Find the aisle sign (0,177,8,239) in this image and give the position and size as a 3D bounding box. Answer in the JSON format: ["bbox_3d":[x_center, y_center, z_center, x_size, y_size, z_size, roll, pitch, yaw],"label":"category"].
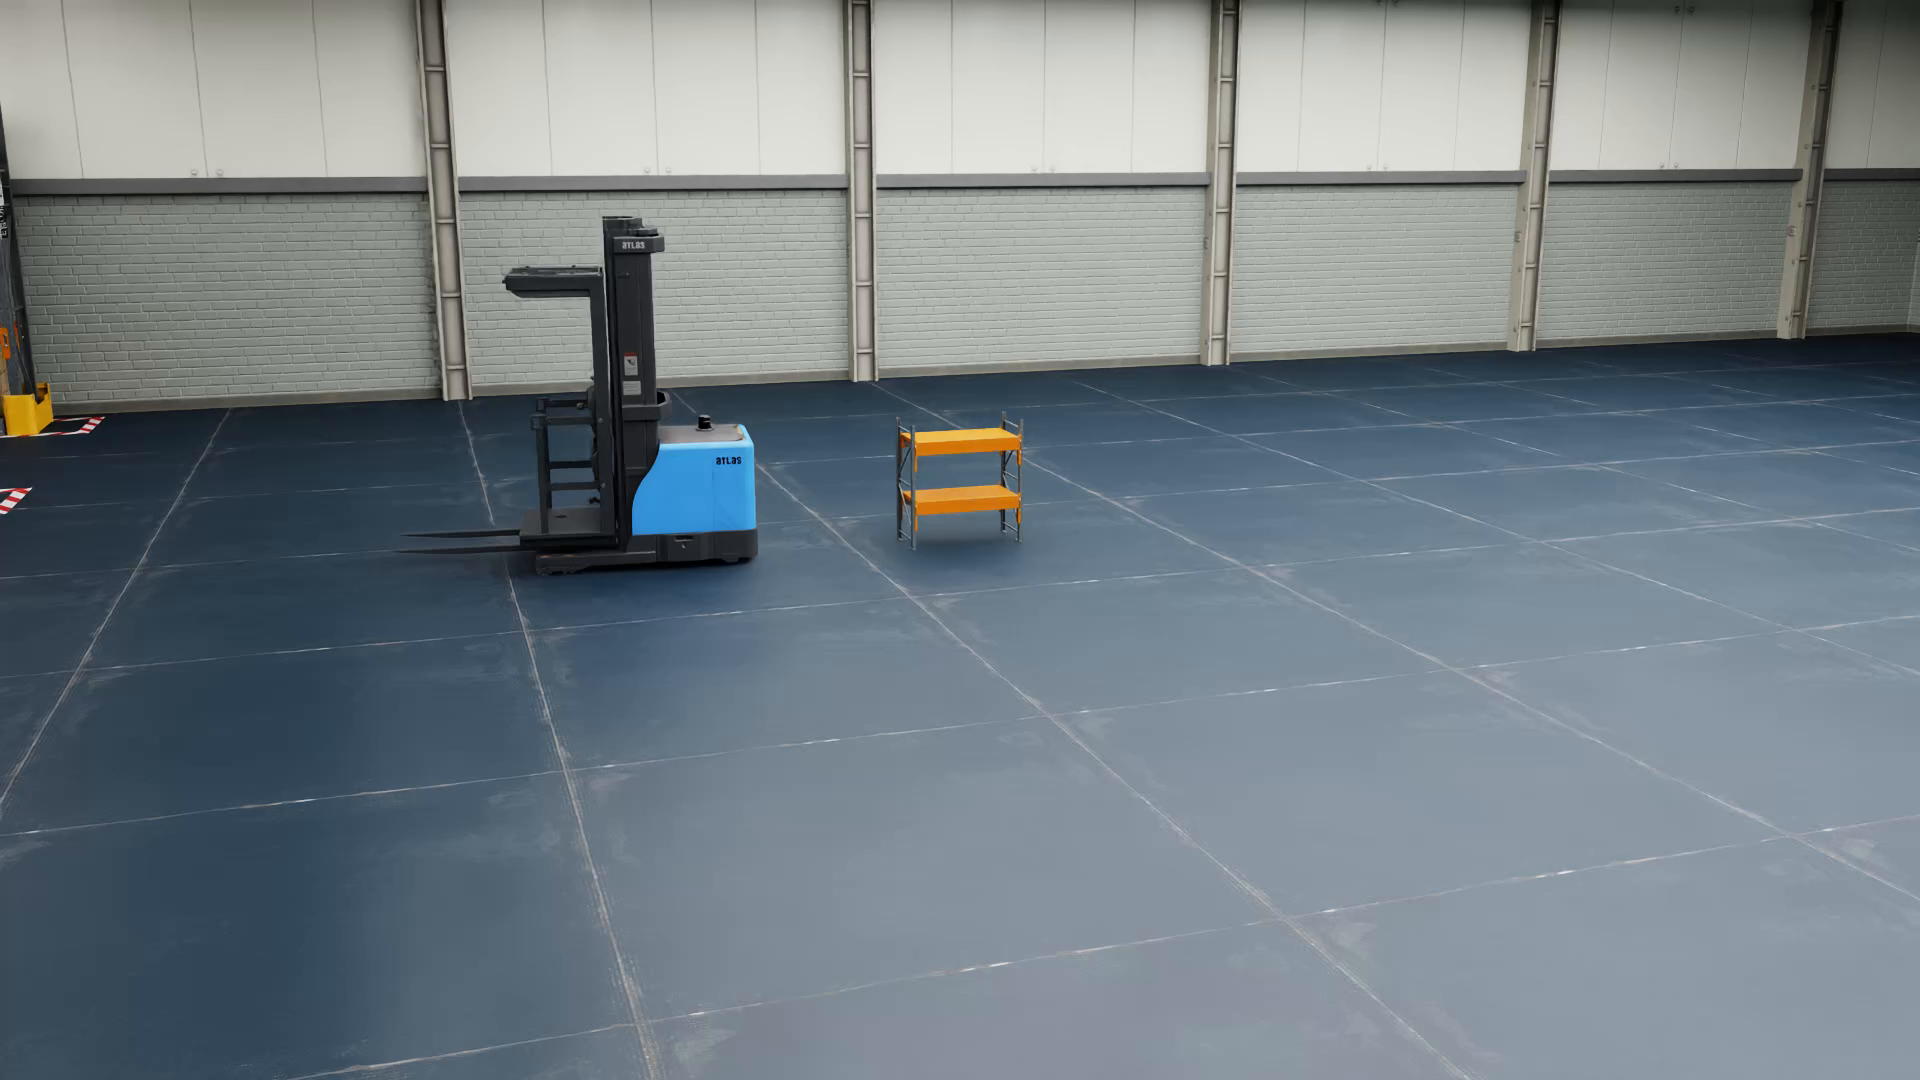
[{"bbox_3d":[-11.756,-4.097,20.374,0.004,0.787,0.394,-4,14,-18],"label":"aisle sign"}]

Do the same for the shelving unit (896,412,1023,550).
[{"bbox_3d":[-0.006,-0.547,15.118,1.048,1.125,0.538,-4,14,-18],"label":"shelving unit"}]

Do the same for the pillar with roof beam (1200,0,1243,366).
[{"bbox_3d":[5.574,-6.341,22.462,0.400,9.000,9.100,-4,14,-18],"label":"pillar with roof beam"}]

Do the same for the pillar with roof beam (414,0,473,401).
[{"bbox_3d":[-5.799,-5.455,18.738,0.400,9.000,9.100,-4,14,-18],"label":"pillar with roof beam"}]

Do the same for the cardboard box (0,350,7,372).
[{"bbox_3d":[-12.428,-2.251,21.105,0.500,0.250,0.500,-5,14,-19],"label":"cardboard box"}]

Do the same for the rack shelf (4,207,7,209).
[{"bbox_3d":[-13.807,-3.854,20.041,4.000,0.370,1.077,-4,14,-18],"label":"rack shelf"}]

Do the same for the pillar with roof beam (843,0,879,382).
[{"bbox_3d":[-0.113,-5.898,20.600,0.400,9.000,9.100,-4,14,-18],"label":"pillar with roof beam"}]

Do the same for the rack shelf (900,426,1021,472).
[{"bbox_3d":[-0.006,-0.831,15.050,1.000,0.278,0.538,-4,14,-18],"label":"rack shelf"}]

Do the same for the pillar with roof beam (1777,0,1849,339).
[{"bbox_3d":[16.947,-7.227,26.185,0.548,9.000,9.100,-4,14,-18],"label":"pillar with roof beam"}]

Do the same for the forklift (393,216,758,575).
[{"bbox_3d":[-3.321,-1.261,14.216,3.031,2.935,1.130,-3,14,-11],"label":"forklift"}]

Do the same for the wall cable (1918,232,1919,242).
[{"bbox_3d":[18.788,-6.588,30.209,0.112,2.526,3.097,-4,14,-18],"label":"wall cable"}]

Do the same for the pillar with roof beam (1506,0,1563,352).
[{"bbox_3d":[11.260,-6.784,24.323,0.400,9.000,9.100,-4,14,-18],"label":"pillar with roof beam"}]

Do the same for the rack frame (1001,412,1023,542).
[{"bbox_3d":[0.475,-0.584,15.275,0.032,1.125,0.500,-4,14,-18],"label":"rack frame"}]

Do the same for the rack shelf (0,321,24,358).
[{"bbox_3d":[-13.807,-2.394,20.388,4.000,0.370,1.077,-4,14,-18],"label":"rack shelf"}]

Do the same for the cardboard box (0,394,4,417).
[{"bbox_3d":[-12.256,-1.654,20.758,0.500,0.250,0.500,-4,14,-18],"label":"cardboard box"}]

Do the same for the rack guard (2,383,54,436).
[{"bbox_3d":[-11.889,-1.678,21.222,0.348,0.500,1.175,-4,14,-18],"label":"rack guard"}]

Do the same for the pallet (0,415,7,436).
[{"bbox_3d":[-12.623,-1.470,20.972,1.213,0.211,1.003,-4,14,-18],"label":"pallet"}]

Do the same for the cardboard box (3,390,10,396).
[{"bbox_3d":[-12.440,-1.765,21.223,0.500,0.250,0.500,-4,14,-18],"label":"cardboard box"}]

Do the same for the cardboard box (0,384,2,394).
[{"bbox_3d":[-12.273,-1.897,20.698,0.500,0.250,0.500,-5,14,-19],"label":"cardboard box"}]

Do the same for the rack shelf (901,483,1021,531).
[{"bbox_3d":[-0.006,-0.309,15.174,1.000,0.278,0.538,-4,14,-18],"label":"rack shelf"}]

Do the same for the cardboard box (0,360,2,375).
[{"bbox_3d":[-12.249,-2.142,20.649,0.500,0.250,0.500,-4,14,-16],"label":"cardboard box"}]

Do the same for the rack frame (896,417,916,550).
[{"bbox_3d":[-0.488,-0.509,14.960,0.032,1.125,0.500,-4,14,-18],"label":"rack frame"}]

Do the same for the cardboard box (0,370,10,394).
[{"bbox_3d":[-12.424,-2.012,21.183,0.500,0.250,0.500,-4,14,-17],"label":"cardboard box"}]

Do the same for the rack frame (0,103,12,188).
[{"bbox_3d":[-11.912,-5.810,20.231,0.127,3.000,1.000,-4,14,-18],"label":"rack frame"}]

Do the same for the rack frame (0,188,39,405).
[{"bbox_3d":[-11.912,-2.892,20.925,0.127,3.000,1.000,-4,14,-18],"label":"rack frame"}]
